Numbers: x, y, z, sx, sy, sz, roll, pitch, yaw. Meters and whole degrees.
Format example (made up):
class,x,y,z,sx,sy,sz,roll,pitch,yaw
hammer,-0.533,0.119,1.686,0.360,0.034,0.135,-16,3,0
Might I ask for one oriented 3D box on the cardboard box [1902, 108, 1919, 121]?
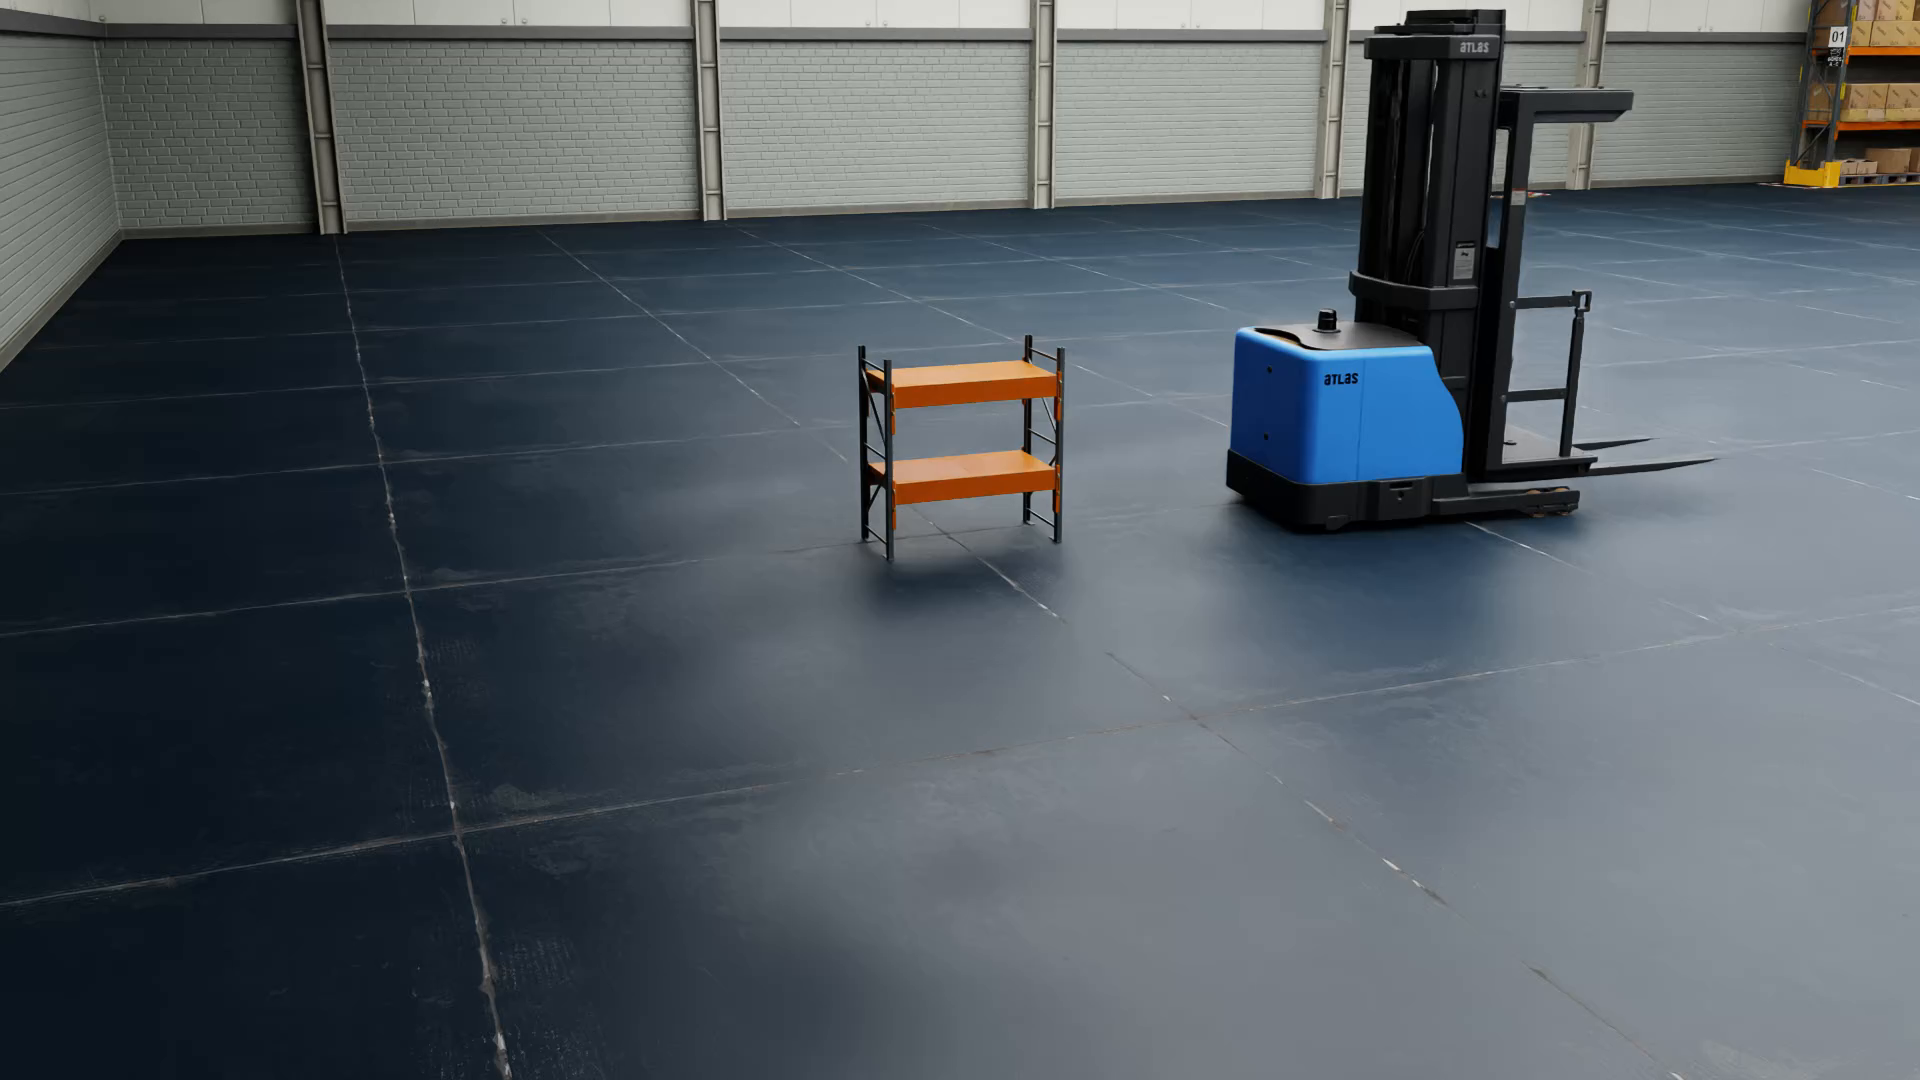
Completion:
class,x,y,z,sx,sy,sz,roll,pitch,yaw
cardboard box,19.922,-9.005,35.171,0.500,0.250,0.500,-6,17,-20

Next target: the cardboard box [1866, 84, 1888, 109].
class,x,y,z,sx,sy,sz,roll,pitch,yaw
cardboard box,18.941,-9.259,34.706,0.500,0.500,0.500,-6,17,-20

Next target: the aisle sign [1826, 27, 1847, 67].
class,x,y,z,sx,sy,sz,roll,pitch,yaw
aisle sign,17.963,-10.107,34.078,0.004,0.787,0.394,-6,17,-20

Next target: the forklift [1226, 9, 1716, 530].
class,x,y,z,sx,sy,sz,roll,pitch,yaw
forklift,3.257,-1.678,10.110,3.031,2.935,1.130,-5,17,-16

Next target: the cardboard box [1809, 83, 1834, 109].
class,x,y,z,sx,sy,sz,roll,pitch,yaw
cardboard box,18.287,-9.347,35.002,0.500,0.500,0.500,-6,18,-21

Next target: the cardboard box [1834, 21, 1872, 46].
class,x,y,z,sx,sy,sz,roll,pitch,yaw
cardboard box,18.324,-10.410,34.189,0.500,0.500,0.500,-6,17,-19

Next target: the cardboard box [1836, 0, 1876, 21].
class,x,y,z,sx,sy,sz,roll,pitch,yaw
cardboard box,18.369,-10.897,34.072,0.500,0.500,0.500,-8,18,-24

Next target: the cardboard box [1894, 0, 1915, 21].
class,x,y,z,sx,sy,sz,roll,pitch,yaw
cardboard box,19.330,-10.989,34.385,0.500,0.500,0.500,-6,17,-19

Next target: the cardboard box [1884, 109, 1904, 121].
class,x,y,z,sx,sy,sz,roll,pitch,yaw
cardboard box,19.449,-8.955,35.000,0.500,0.250,0.500,-6,18,-21

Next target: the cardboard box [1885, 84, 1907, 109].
class,x,y,z,sx,sy,sz,roll,pitch,yaw
cardboard box,19.426,-9.310,34.877,0.500,0.500,0.500,-7,18,-22

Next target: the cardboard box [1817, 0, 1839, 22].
class,x,y,z,sx,sy,sz,roll,pitch,yaw
cardboard box,18.232,-11.035,34.539,0.500,0.500,0.500,-5,17,-18

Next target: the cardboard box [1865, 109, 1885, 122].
class,x,y,z,sx,sy,sz,roll,pitch,yaw
cardboard box,18.972,-8.905,34.830,0.500,0.250,0.500,-7,18,-22

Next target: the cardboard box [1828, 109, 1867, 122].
class,x,y,z,sx,sy,sz,roll,pitch,yaw
cardboard box,18.492,-8.849,34.639,0.500,0.250,0.500,-7,18,-22

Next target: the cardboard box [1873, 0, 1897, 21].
class,x,y,z,sx,sy,sz,roll,pitch,yaw
cardboard box,18.856,-10.934,34.199,0.500,0.500,0.500,-6,18,-21

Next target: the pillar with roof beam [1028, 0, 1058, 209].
class,x,y,z,sx,sy,sz,roll,pitch,yaw
pillar with roof beam,2.999,-9.175,24.871,0.400,9.000,9.100,-6,17,-20

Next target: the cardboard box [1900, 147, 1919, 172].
class,x,y,z,sx,sy,sz,roll,pitch,yaw
cardboard box,20.703,-8.246,36.009,0.500,0.500,0.500,-8,18,-24

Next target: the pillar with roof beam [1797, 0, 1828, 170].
class,x,y,z,sx,sy,sz,roll,pitch,yaw
pillar with roof beam,19.807,-10.990,31.051,0.400,9.000,9.100,-6,17,-20

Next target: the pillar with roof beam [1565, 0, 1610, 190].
class,x,y,z,sx,sy,sz,roll,pitch,yaw
pillar with roof beam,14.204,-10.385,28.991,0.400,9.000,9.100,-6,17,-20

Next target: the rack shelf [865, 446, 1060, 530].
class,x,y,z,sx,sy,sz,roll,pitch,yaw
rack shelf,0.006,-0.306,9.511,1.000,0.278,0.538,-6,17,-20

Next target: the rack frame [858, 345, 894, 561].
class,x,y,z,sx,sy,sz,roll,pitch,yaw
rack frame,-0.468,-0.489,9.268,0.032,1.125,0.500,-6,17,-20

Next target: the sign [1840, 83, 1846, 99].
class,x,y,z,sx,sy,sz,roll,pitch,yaw
sign,18.117,-9.218,34.129,0.005,0.325,0.100,-6,17,-20

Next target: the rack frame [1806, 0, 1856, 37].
class,x,y,z,sx,sy,sz,roll,pitch,yaw
rack frame,17.923,-11.824,33.892,0.127,3.000,1.000,-6,17,-20

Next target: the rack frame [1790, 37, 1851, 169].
class,x,y,z,sx,sy,sz,roll,pitch,yaw
rack frame,17.923,-8.946,34.738,0.127,3.000,1.000,-6,17,-20

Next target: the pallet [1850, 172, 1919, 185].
class,x,y,z,sx,sy,sz,roll,pitch,yaw
pallet,19.902,-7.810,35.819,1.213,0.211,1.003,-6,17,-20

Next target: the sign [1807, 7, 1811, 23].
class,x,y,z,sx,sy,sz,roll,pitch,yaw
sign,17.743,-10.958,34.694,0.005,0.325,0.100,-6,17,-20

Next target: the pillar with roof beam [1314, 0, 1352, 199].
class,x,y,z,sx,sy,sz,roll,pitch,yaw
pillar with roof beam,8.602,-9.780,26.931,0.400,9.000,9.100,-6,17,-20

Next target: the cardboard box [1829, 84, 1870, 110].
class,x,y,z,sx,sy,sz,roll,pitch,yaw
cardboard box,18.476,-9.212,34.545,0.500,0.500,0.500,-6,17,-20

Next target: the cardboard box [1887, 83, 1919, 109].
class,x,y,z,sx,sy,sz,roll,pitch,yaw
cardboard box,19.903,-9.365,35.065,0.500,0.500,0.500,-6,17,-18

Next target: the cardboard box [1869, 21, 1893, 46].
class,x,y,z,sx,sy,sz,roll,pitch,yaw
cardboard box,18.838,-10.455,34.341,0.500,0.500,0.500,-5,17,-16

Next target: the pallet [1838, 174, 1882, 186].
class,x,y,z,sx,sy,sz,roll,pitch,yaw
pallet,18.765,-7.688,35.404,1.213,0.211,1.003,-6,17,-20

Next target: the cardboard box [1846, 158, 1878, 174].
class,x,y,z,sx,sy,sz,roll,pitch,yaw
cardboard box,19.133,-7.970,35.407,0.500,0.311,0.500,-5,17,-15

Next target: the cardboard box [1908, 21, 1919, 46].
class,x,y,z,sx,sy,sz,roll,pitch,yaw
cardboard box,19.815,-10.568,34.726,0.500,0.500,0.500,-5,17,-17

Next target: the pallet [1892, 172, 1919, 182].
class,x,y,z,sx,sy,sz,roll,pitch,yaw
pallet,21.043,-7.934,36.241,1.213,0.211,1.003,-6,17,-20

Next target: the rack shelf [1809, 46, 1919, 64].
class,x,y,z,sx,sy,sz,roll,pitch,yaw
rack shelf,19.790,-10.241,35.103,4.000,0.370,1.077,-6,17,-20

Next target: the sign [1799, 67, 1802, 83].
class,x,y,z,sx,sy,sz,roll,pitch,yaw
sign,17.743,-9.801,35.034,0.005,0.325,0.100,-6,17,-20

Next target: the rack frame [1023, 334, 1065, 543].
class,x,y,z,sx,sy,sz,roll,pitch,yaw
rack frame,0.481,-0.592,9.617,0.032,1.125,0.500,-6,17,-20

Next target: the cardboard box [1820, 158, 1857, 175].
class,x,y,z,sx,sy,sz,roll,pitch,yaw
cardboard box,18.601,-7.913,35.211,0.500,0.311,0.500,-8,18,-26

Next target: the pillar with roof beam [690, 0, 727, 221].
class,x,y,z,sx,sy,sz,roll,pitch,yaw
pillar with roof beam,-2.604,-8.570,22.811,0.400,9.000,9.100,-6,17,-20

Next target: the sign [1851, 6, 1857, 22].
class,x,y,z,sx,sy,sz,roll,pitch,yaw
sign,18.117,-10.662,33.706,0.005,0.325,0.100,-6,17,-20

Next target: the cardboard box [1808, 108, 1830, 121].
class,x,y,z,sx,sy,sz,roll,pitch,yaw
cardboard box,18.290,-8.981,35.090,0.500,0.250,0.500,-6,17,-19

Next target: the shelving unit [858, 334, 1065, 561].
class,x,y,z,sx,sy,sz,roll,pitch,yaw
shelving unit,0.006,-0.540,9.442,1.048,1.125,0.538,-6,17,-20

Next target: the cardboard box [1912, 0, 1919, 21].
class,x,y,z,sx,sy,sz,roll,pitch,yaw
cardboard box,20.295,-11.090,34.729,0.500,0.500,0.500,-7,18,-22

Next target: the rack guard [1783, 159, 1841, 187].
class,x,y,z,sx,sy,sz,roll,pitch,yaw
rack guard,17.993,-7.754,35.116,0.348,0.500,1.175,-6,17,-20

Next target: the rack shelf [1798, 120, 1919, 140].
class,x,y,z,sx,sy,sz,roll,pitch,yaw
rack shelf,19.790,-8.802,35.526,4.000,0.370,1.077,-6,17,-20

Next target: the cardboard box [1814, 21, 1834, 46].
class,x,y,z,sx,sy,sz,roll,pitch,yaw
cardboard box,18.222,-10.551,34.668,0.500,0.500,0.500,-5,17,-16

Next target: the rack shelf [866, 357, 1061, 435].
class,x,y,z,sx,sy,sz,roll,pitch,yaw
rack shelf,0.006,-0.821,9.360,1.000,0.278,0.538,-6,17,-20

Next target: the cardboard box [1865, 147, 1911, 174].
class,x,y,z,sx,sy,sz,roll,pitch,yaw
cardboard box,19.836,-8.122,35.587,0.500,0.500,0.700,-7,18,-24

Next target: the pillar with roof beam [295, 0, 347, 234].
class,x,y,z,sx,sy,sz,roll,pitch,yaw
pillar with roof beam,-8.207,-7.965,20.751,0.400,9.000,9.100,-6,17,-20

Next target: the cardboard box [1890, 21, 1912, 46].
class,x,y,z,sx,sy,sz,roll,pitch,yaw
cardboard box,19.322,-10.509,34.523,0.500,0.500,0.500,-5,17,-18
